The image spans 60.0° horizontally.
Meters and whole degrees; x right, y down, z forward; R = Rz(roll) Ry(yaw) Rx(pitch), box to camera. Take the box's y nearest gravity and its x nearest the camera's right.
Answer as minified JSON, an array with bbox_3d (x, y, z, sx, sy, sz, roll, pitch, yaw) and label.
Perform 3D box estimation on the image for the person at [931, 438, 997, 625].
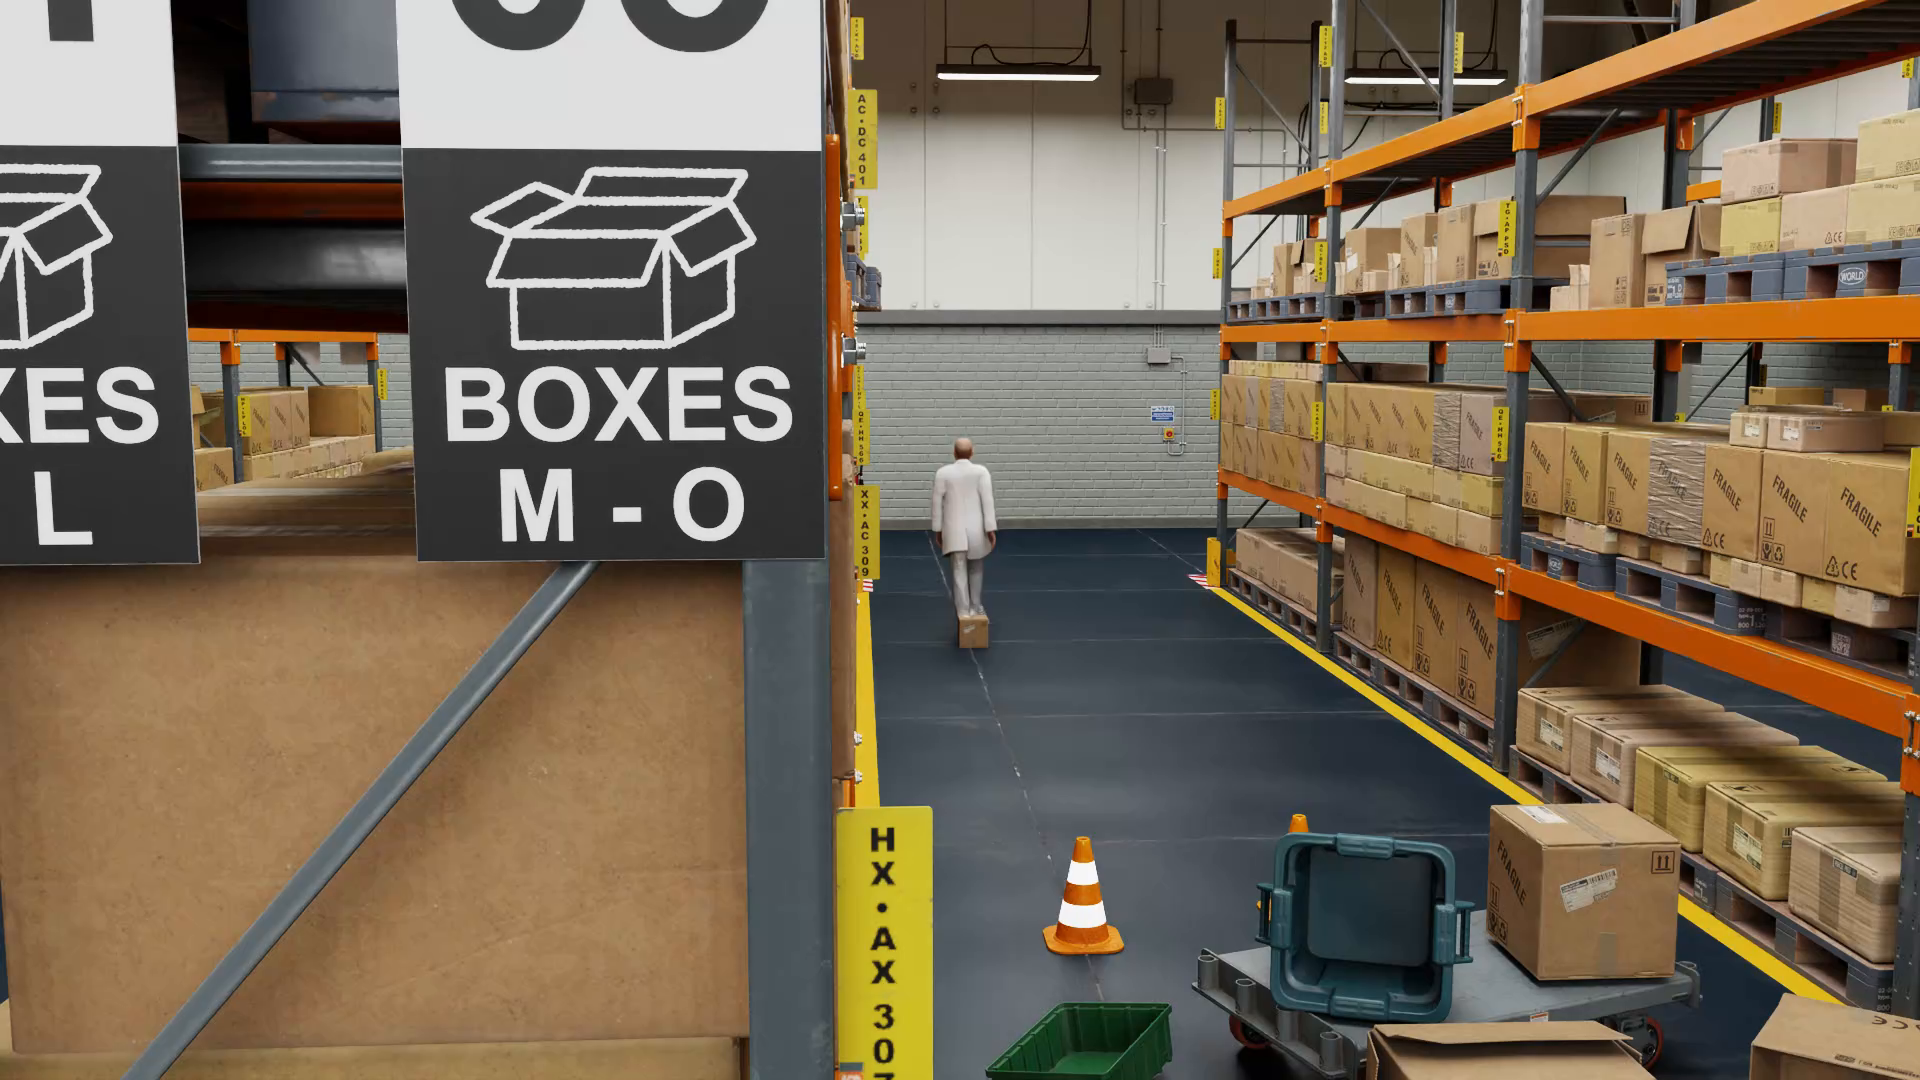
[{"bbox_3d":[0.030,-0.101,15.583,0.609,1.716,1.077,0,7,-2],"label":"person"}]
